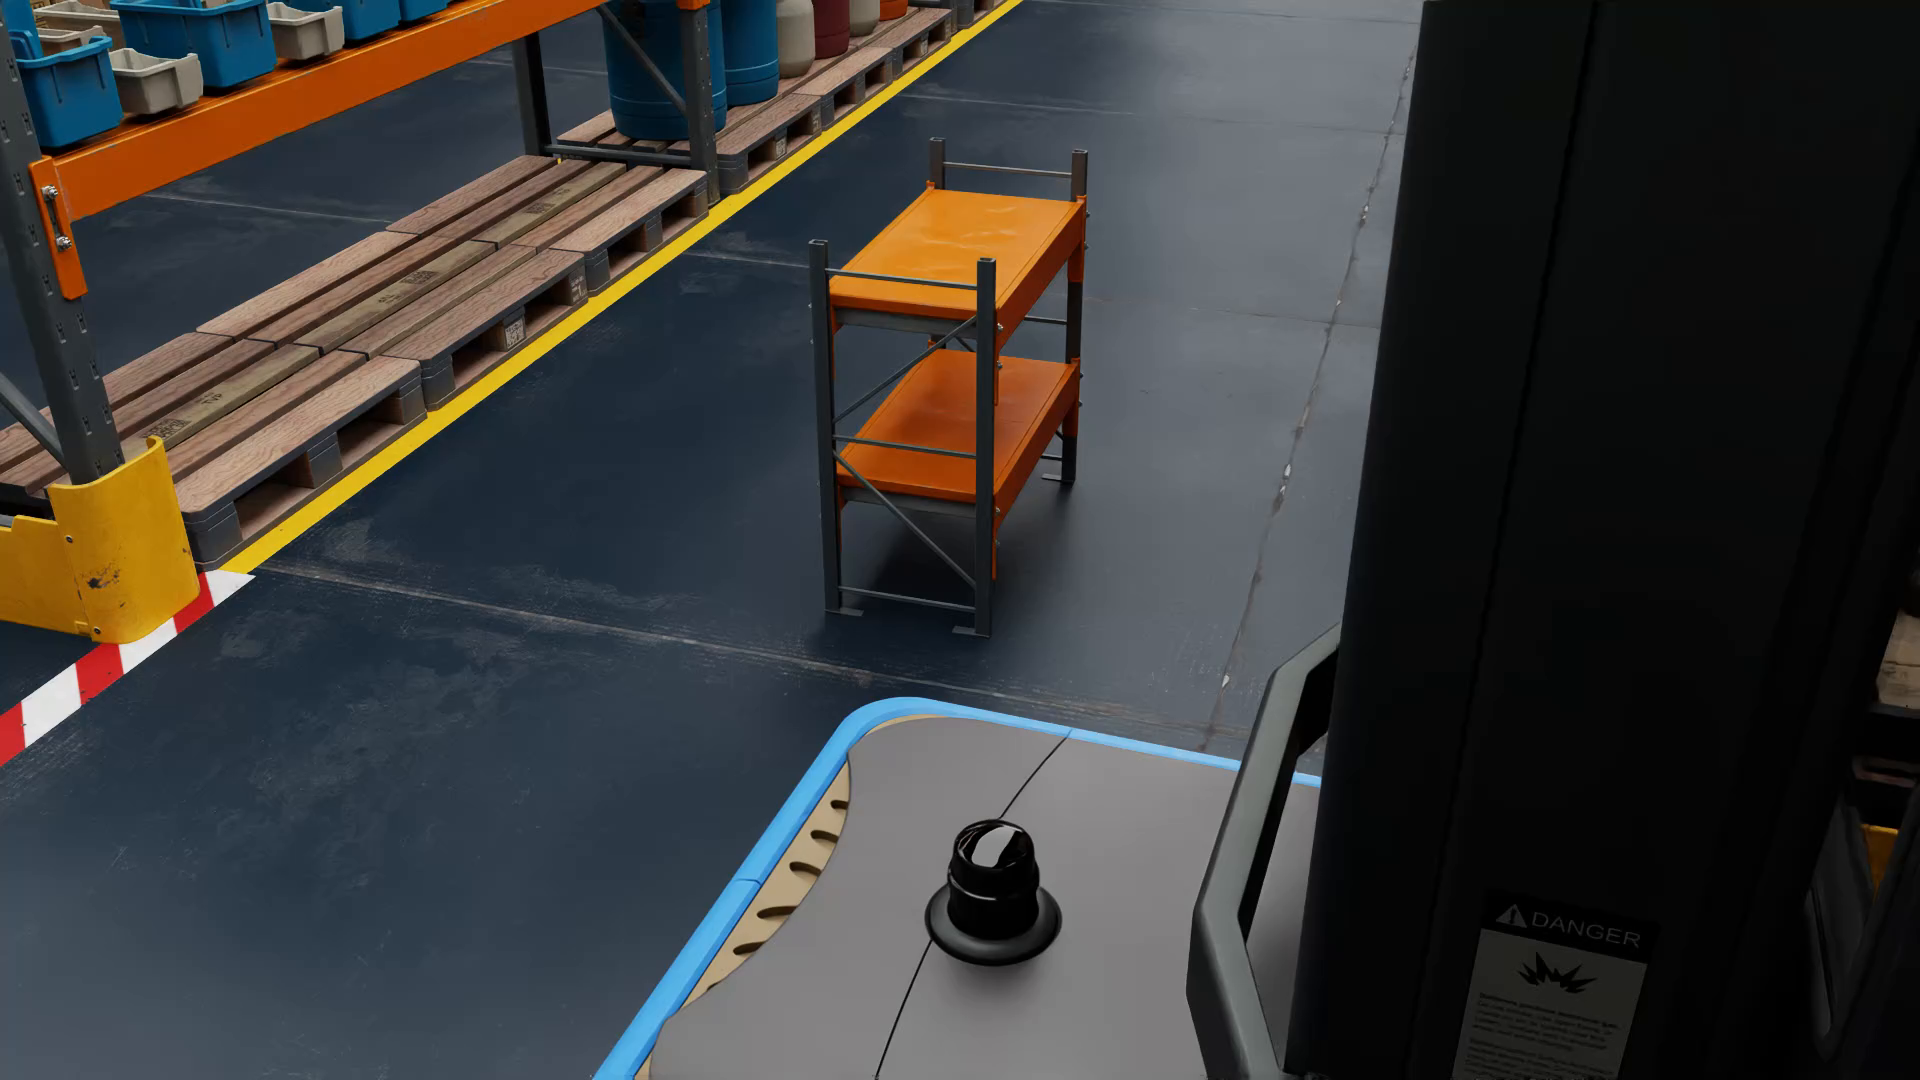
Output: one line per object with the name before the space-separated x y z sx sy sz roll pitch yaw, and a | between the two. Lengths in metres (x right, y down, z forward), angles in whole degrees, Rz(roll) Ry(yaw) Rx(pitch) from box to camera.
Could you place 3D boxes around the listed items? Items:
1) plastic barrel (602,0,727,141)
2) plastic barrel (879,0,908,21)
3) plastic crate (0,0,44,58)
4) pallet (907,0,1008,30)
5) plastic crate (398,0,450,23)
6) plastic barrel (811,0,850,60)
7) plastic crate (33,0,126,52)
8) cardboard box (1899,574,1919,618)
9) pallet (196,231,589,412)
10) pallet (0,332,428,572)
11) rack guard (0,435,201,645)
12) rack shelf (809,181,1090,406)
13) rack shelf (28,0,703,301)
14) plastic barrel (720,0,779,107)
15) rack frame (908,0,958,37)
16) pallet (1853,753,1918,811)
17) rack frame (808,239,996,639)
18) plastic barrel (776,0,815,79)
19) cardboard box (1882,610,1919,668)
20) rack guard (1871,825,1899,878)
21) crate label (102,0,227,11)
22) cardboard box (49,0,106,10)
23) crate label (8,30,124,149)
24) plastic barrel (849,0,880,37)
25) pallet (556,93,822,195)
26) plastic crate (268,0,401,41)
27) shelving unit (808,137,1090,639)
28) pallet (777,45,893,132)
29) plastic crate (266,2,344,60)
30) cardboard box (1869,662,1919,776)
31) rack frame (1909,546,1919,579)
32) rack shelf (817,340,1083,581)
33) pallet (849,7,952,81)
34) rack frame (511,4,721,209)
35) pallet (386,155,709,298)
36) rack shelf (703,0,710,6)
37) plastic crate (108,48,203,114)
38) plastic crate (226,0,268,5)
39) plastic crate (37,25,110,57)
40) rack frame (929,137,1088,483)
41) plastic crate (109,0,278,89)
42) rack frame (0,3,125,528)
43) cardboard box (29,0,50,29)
plastic barrel | -1.512 -2.557 8.488 0.600 0.901 0.708 8 30 15
plastic barrel | -0.641 -3.905 10.984 0.600 0.830 0.708 8 30 15
plastic crate | -2.942 -1.405 4.593 0.616 0.435 0.499 8 30 15
pallet | -0.249 -4.035 12.286 1.003 0.211 1.213 8 30 15
plastic crate | -2.000 -1.954 5.787 0.416 0.233 0.300 8 30 15
plastic barrel | -0.973 -3.274 10.099 0.600 0.588 0.708 8 30 15
plastic crate | -2.697 -1.630 5.304 0.396 0.136 0.243 8 30 15
cardboard box | 2.449 0.092 4.375 0.500 0.250 0.500 8 30 15
pallet | -2.223 -0.906 6.661 1.003 0.211 1.213 8 30 15
pallet | -2.583 -0.341 5.645 1.003 0.211 1.213 8 30 15
rack guard | -2.857 -0.076 4.873 1.175 0.500 0.348 8 30 15
rack shelf | -0.002 -0.744 4.829 0.538 0.278 1.000 8 30 15
rack shelf | -2.275 -1.797 6.134 1.077 0.370 4.000 8 30 15
plastic barrel | -1.304 -2.886 9.079 0.600 0.901 0.708 8 30 15
rack frame | -0.514 -4.899 10.971 1.000 3.000 0.127 8 30 15
pallet | 2.127 0.340 4.422 1.003 0.211 1.213 8 30 15
rack frame | -0.151 -0.252 4.546 0.500 1.125 0.032 8 30 15
plastic barrel | -1.053 -2.966 9.623 0.421 0.512 0.421 0 29 0
cardboard box | 2.397 0.311 4.067 0.380 0.166 0.250 8 30 15
rack guard | 1.894 0.584 3.686 1.175 0.500 0.348 8 30 15
crate label | -2.639 -1.763 5.543 0.396 0.136 0.243 8 30 15
cardboard box | -5.993 -3.718 10.601 1.225 0.875 0.875 7 30 13
crate label | -2.475 -1.202 4.436 0.416 0.233 0.303 8 30 15
plastic barrel | -0.722 -3.491 10.566 0.421 0.512 0.421 0 29 0
pallet | -1.422 -2.174 8.942 1.003 0.211 1.213 8 30 15
plastic crate | -2.088 -1.814 5.536 0.416 0.233 0.300 8 30 15
shelving unit | -0.002 -0.488 4.971 0.538 1.125 1.048 8 30 15
pallet | -1.065 -2.743 9.964 1.003 0.211 1.213 8 30 15
plastic crate | -2.103 -1.613 5.273 0.250 0.136 0.298 8 30 15
cardboard box | 2.323 0.435 3.862 0.380 0.149 0.250 8 30 15
rack frame | 1.872 -0.473 3.015 1.000 3.000 0.127 8 30 15
rack shelf | -0.002 -0.275 5.090 0.538 0.278 1.000 8 30 15
pallet | -0.706 -3.308 10.980 1.003 0.211 1.213 8 30 15
rack frame | -1.688 -3.040 7.630 1.000 3.000 0.127 8 30 15
pallet | -1.867 -1.475 7.683 1.003 0.211 1.213 8 30 15
rack shelf | -1.101 -3.655 9.475 1.077 0.370 4.000 8 30 15
plastic crate | -2.302 -1.297 4.706 0.250 0.136 0.298 8 30 15
plastic crate | -2.569 -1.903 5.795 0.298 0.136 0.250 8 30 15
plastic crate | -2.796 -1.497 5.065 0.396 0.136 0.243 8 30 15
rack frame | 0.147 -0.725 5.396 0.500 1.125 0.032 8 30 15
plastic crate | -2.282 -1.508 4.986 0.416 0.233 0.300 8 30 15
rack frame | -2.862 -1.181 4.288 1.000 3.000 0.127 8 30 15
cardboard box | -6.254 -3.302 9.854 1.225 0.875 0.875 9 30 15
